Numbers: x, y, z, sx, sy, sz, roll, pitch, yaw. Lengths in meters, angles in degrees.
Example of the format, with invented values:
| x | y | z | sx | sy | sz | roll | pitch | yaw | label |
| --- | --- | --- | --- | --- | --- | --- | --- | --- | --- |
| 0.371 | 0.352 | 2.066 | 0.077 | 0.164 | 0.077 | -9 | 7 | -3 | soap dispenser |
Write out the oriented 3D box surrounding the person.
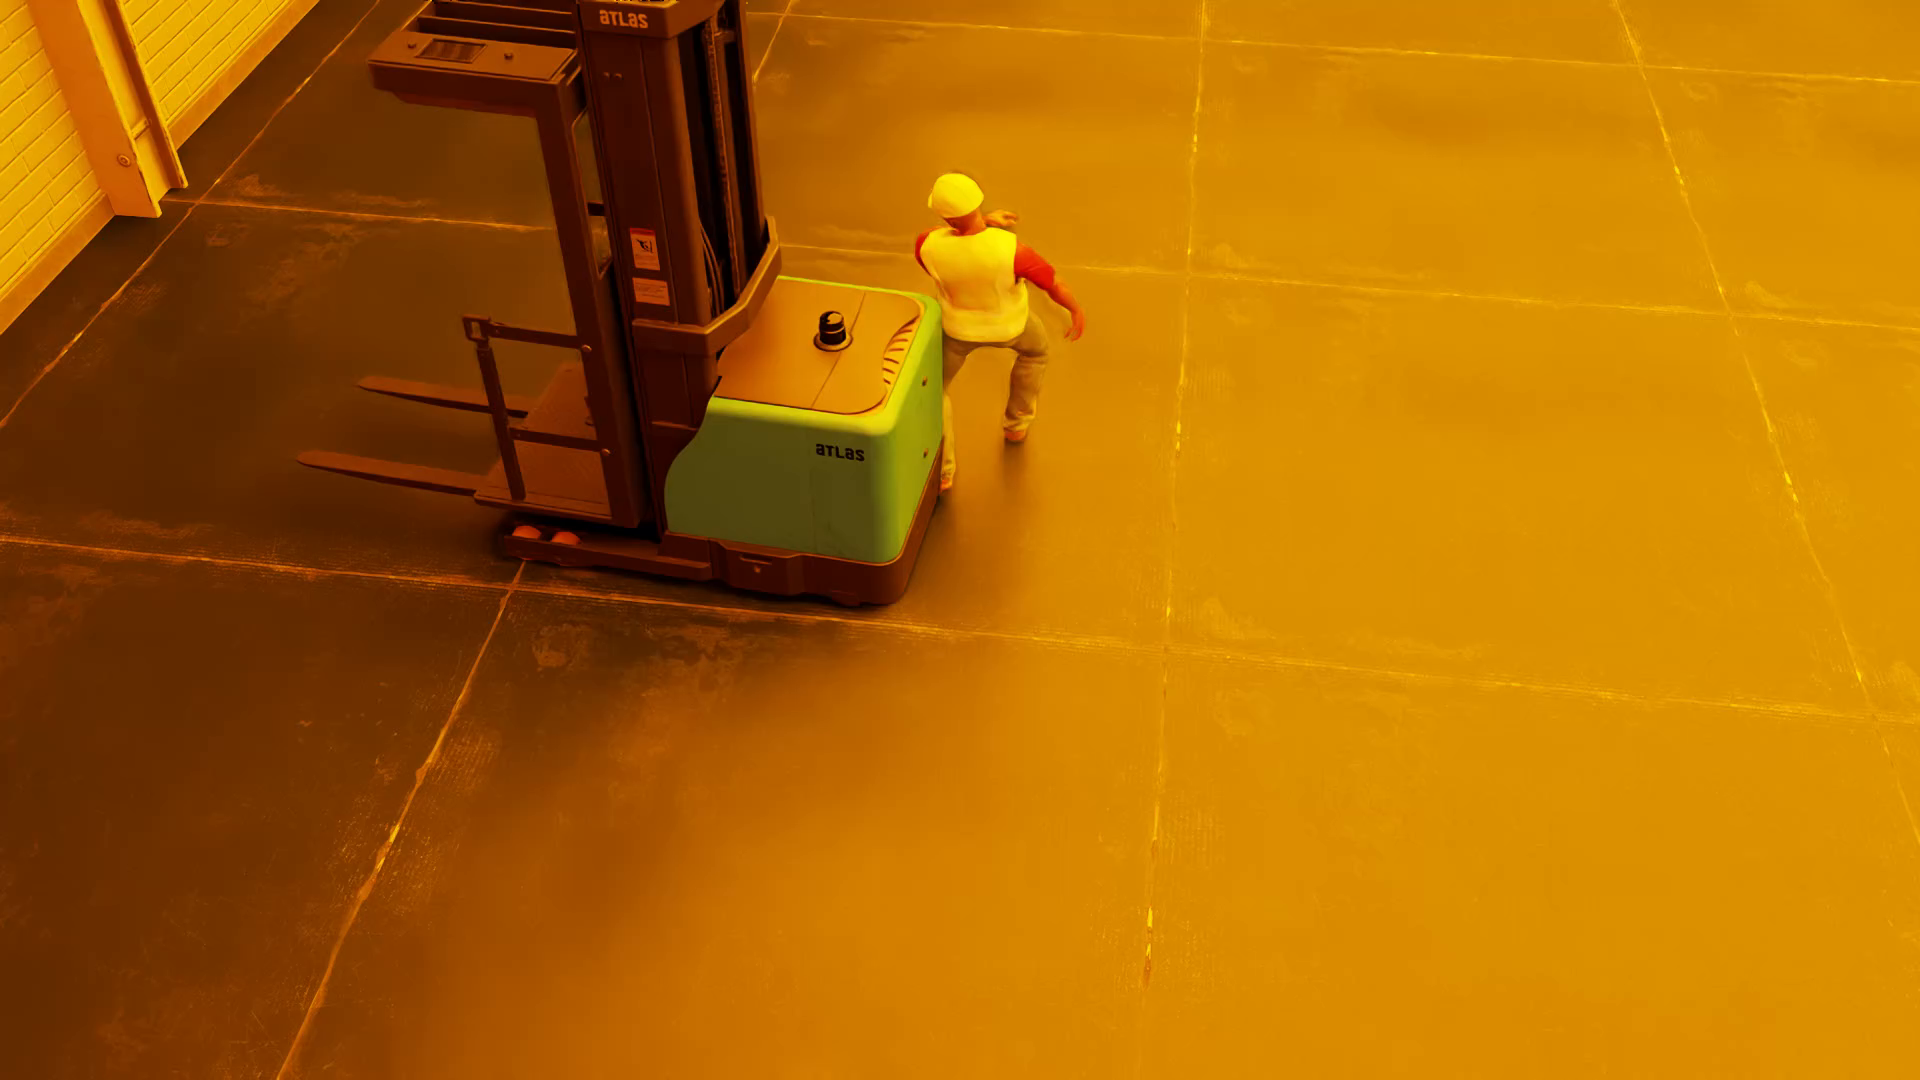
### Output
| x | y | z | sx | sy | sz | roll | pitch | yaw | label |
| --- | --- | --- | --- | --- | --- | --- | --- | --- | --- |
| 0.195 | -1.072 | 7.856 | 0.799 | 1.634 | 0.850 | -1 | 43 | -1 | person |

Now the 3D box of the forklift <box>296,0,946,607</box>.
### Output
| x | y | z | sx | sy | sz | roll | pitch | yaw | label |
| --- | --- | --- | --- | --- | --- | --- | --- | --- | --- |
| -1.640 | -1.295 | 7.134 | 3.031 | 2.935 | 1.130 | 9 | 43 | 9 | forklift |
